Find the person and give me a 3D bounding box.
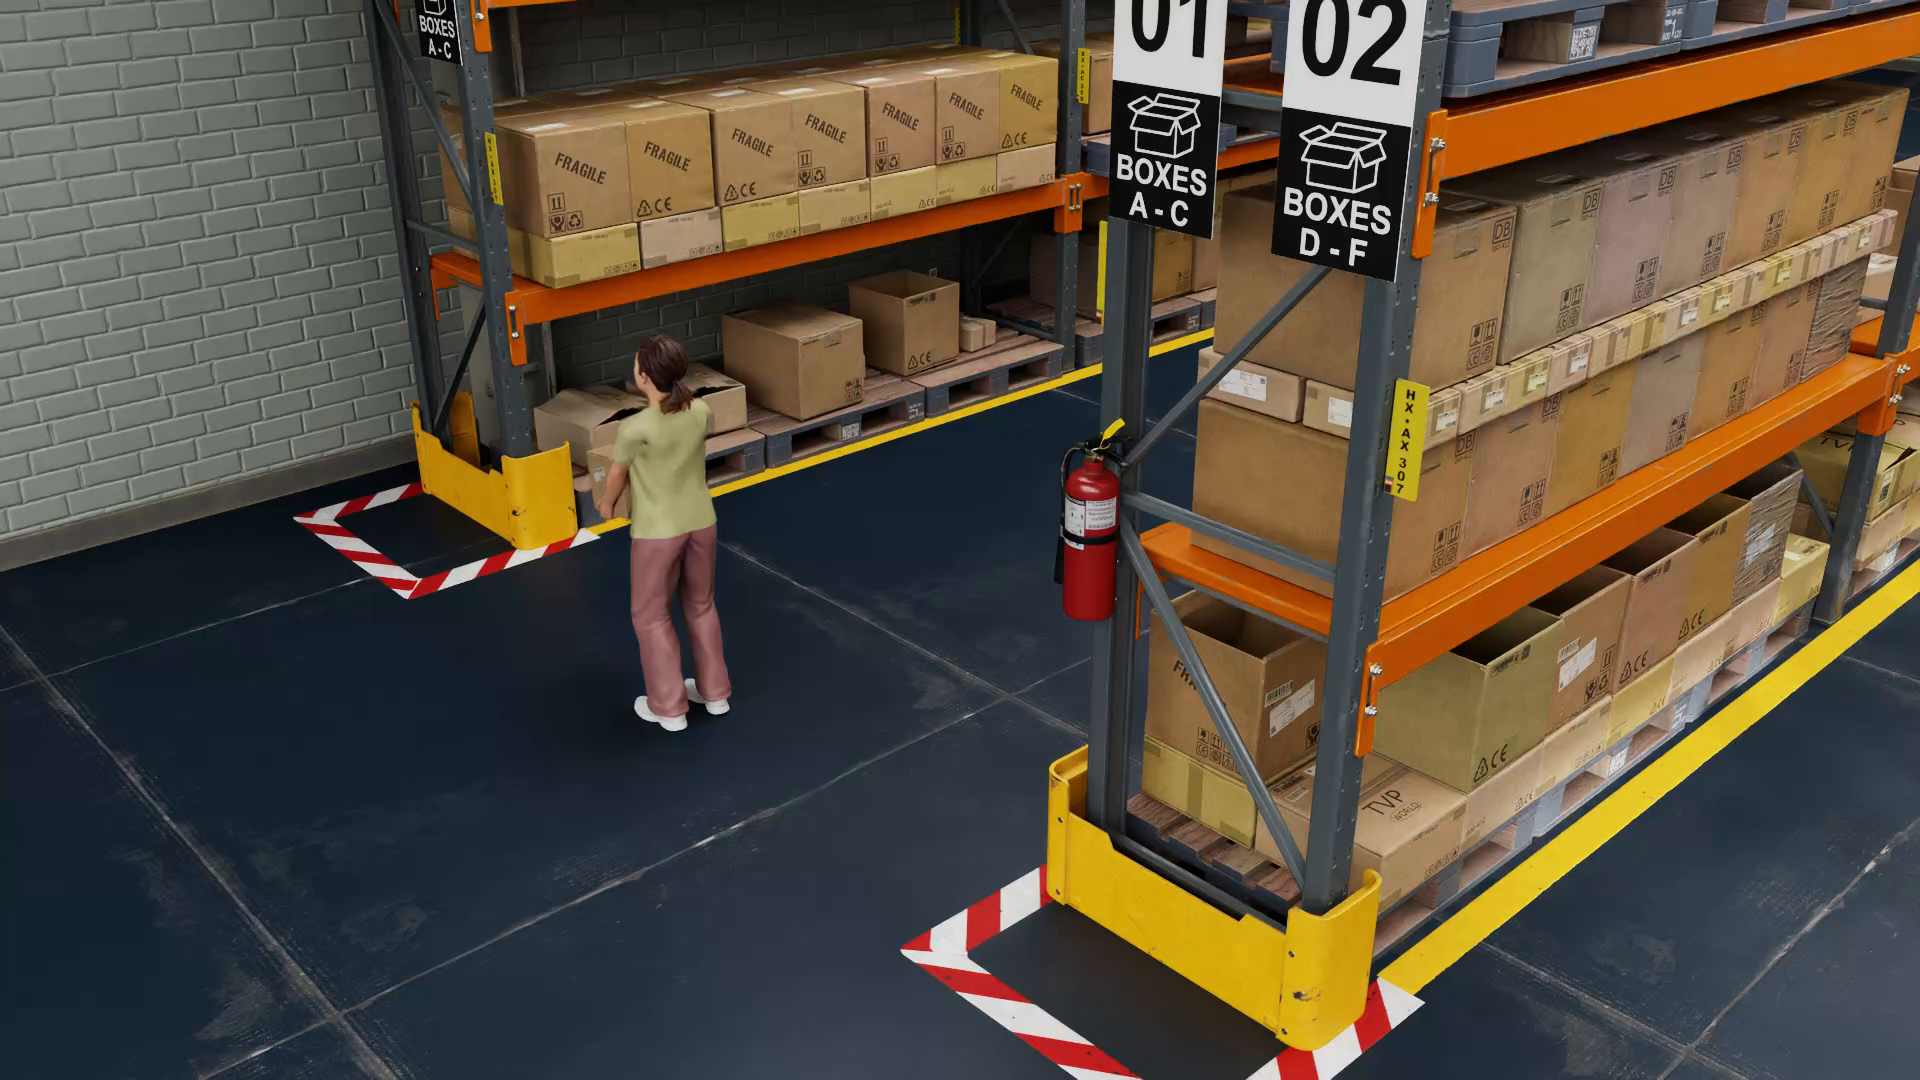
[{"bbox_3d":[-1.211,-0.046,6.722,0.405,1.669,0.527,-21,32,-39],"label":"person"}]
